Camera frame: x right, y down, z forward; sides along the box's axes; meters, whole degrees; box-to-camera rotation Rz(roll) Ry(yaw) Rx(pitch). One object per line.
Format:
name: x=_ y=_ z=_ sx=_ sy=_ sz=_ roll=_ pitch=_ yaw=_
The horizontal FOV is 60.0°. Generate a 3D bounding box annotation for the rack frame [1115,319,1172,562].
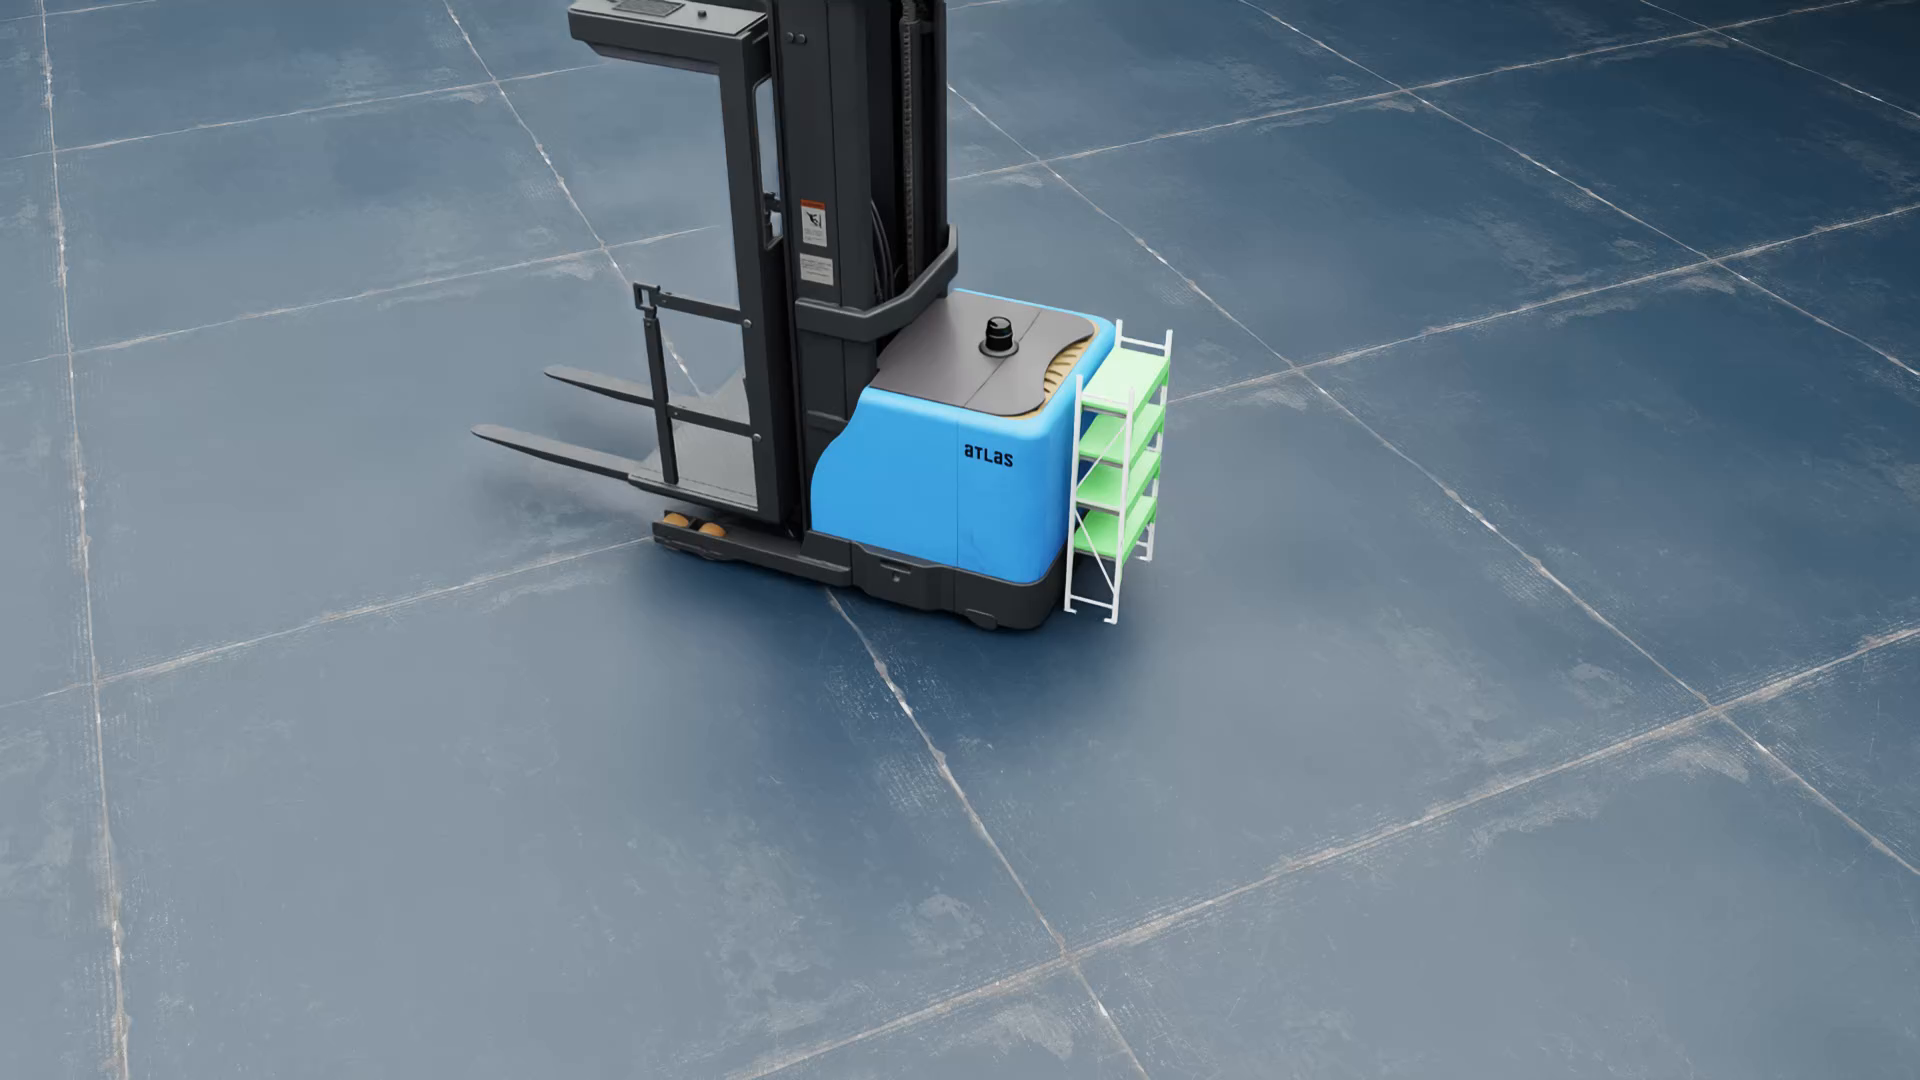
rack frame: x=0.767 y=-0.413 z=7.298 sx=0.240 sy=1.200 sz=0.015 roll=15 pitch=39 yaw=18

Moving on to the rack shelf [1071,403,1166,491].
rack shelf: x=0.672 y=-0.420 z=7.013 sx=0.258 sy=0.148 sz=0.480 roll=15 pitch=39 yaw=18

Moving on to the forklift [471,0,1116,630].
forklift: x=-0.863 y=-1.358 z=7.121 sx=3.031 sy=2.935 sz=1.130 roll=14 pitch=39 yaw=18

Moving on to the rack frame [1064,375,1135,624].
rack frame: x=0.575 y=-0.146 z=6.938 sx=0.240 sy=1.200 sz=0.015 roll=15 pitch=39 yaw=18

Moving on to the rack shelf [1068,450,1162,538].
rack shelf: x=0.671 y=-0.228 z=7.156 sx=0.258 sy=0.148 sz=0.480 roll=15 pitch=39 yaw=18

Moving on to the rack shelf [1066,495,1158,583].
rack shelf: x=0.670 y=-0.036 z=7.300 sx=0.258 sy=0.148 sz=0.480 roll=15 pitch=39 yaw=18

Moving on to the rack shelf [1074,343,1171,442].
rack shelf: x=0.673 y=-0.613 z=6.870 sx=0.258 sy=0.148 sz=0.480 roll=15 pitch=39 yaw=18

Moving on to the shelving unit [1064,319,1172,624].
shelving unit: x=0.671 y=-0.279 z=7.118 sx=0.258 sy=1.200 sz=0.503 roll=15 pitch=39 yaw=18
